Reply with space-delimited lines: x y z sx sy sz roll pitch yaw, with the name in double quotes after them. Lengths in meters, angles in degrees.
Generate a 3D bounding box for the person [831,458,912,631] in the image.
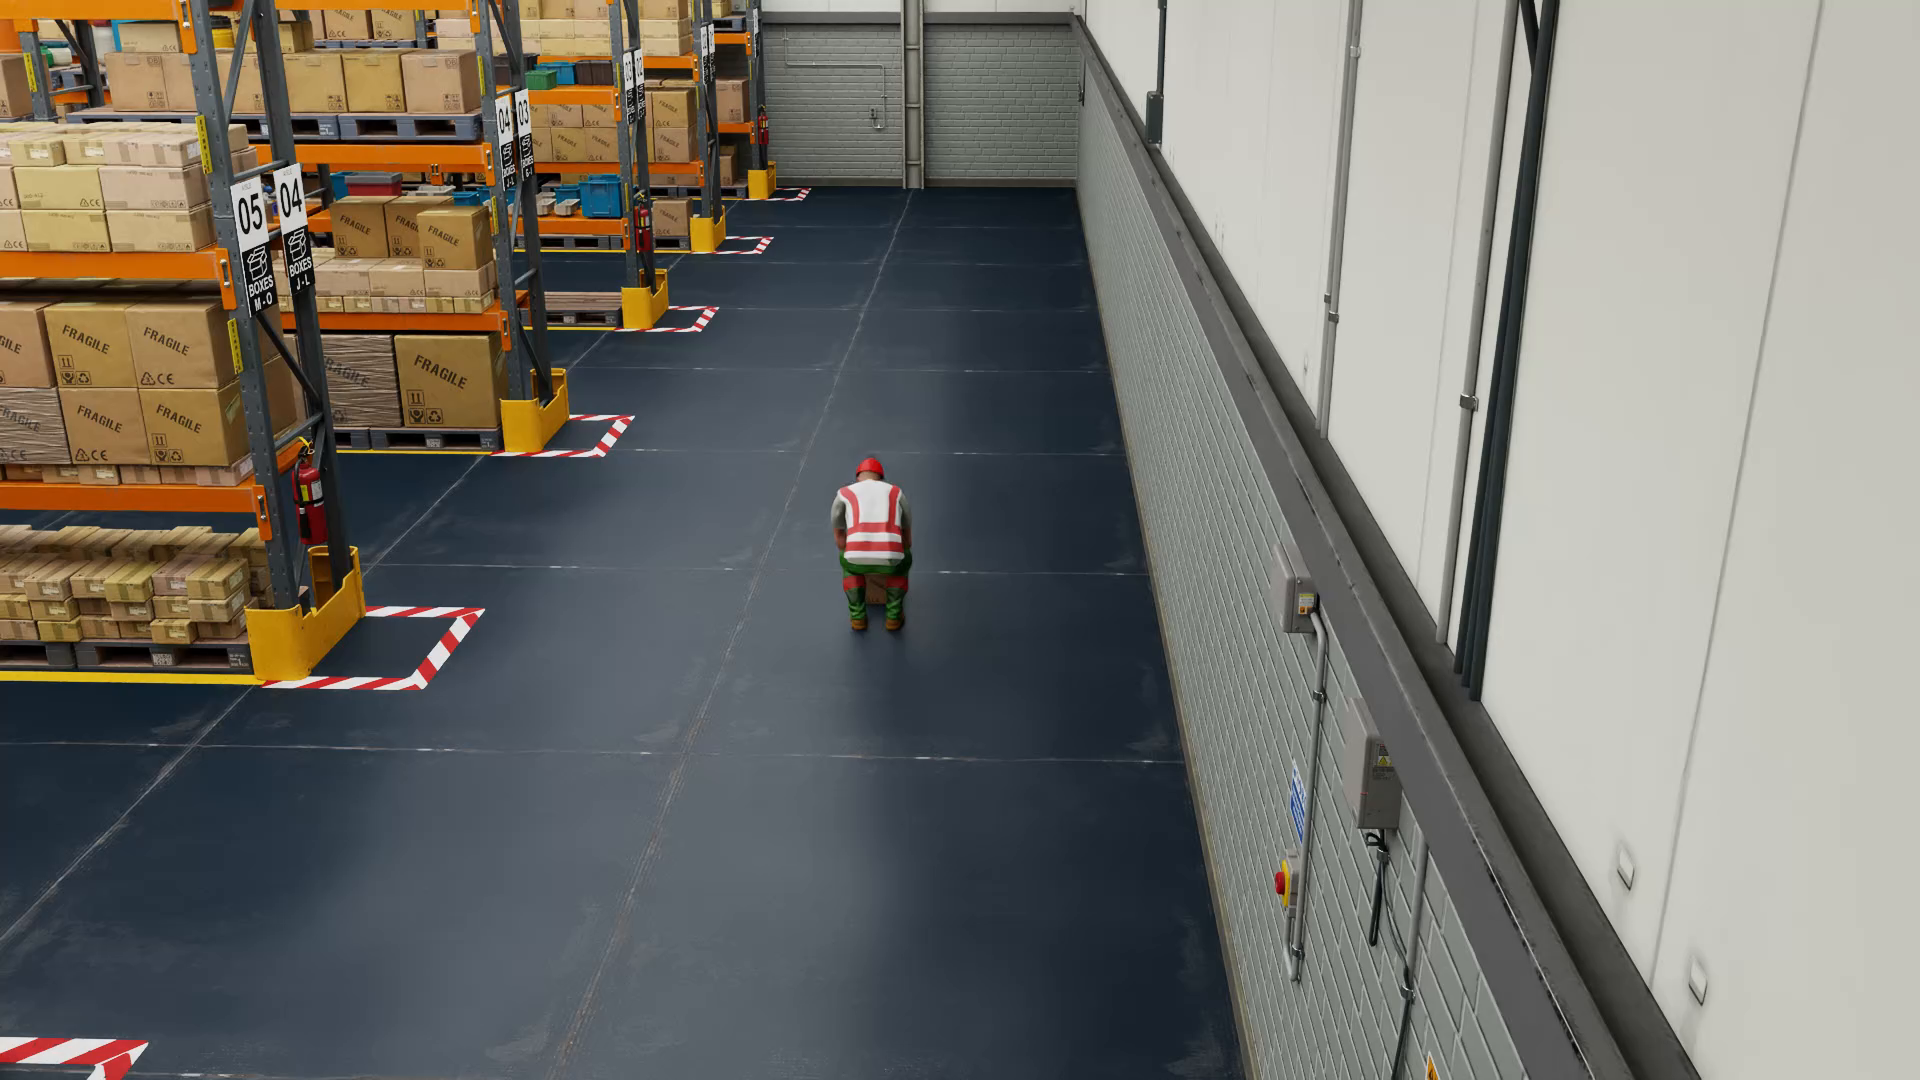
-0.625 0.044 11.705 0.579 1.091 0.866 1 21 2 "person"
